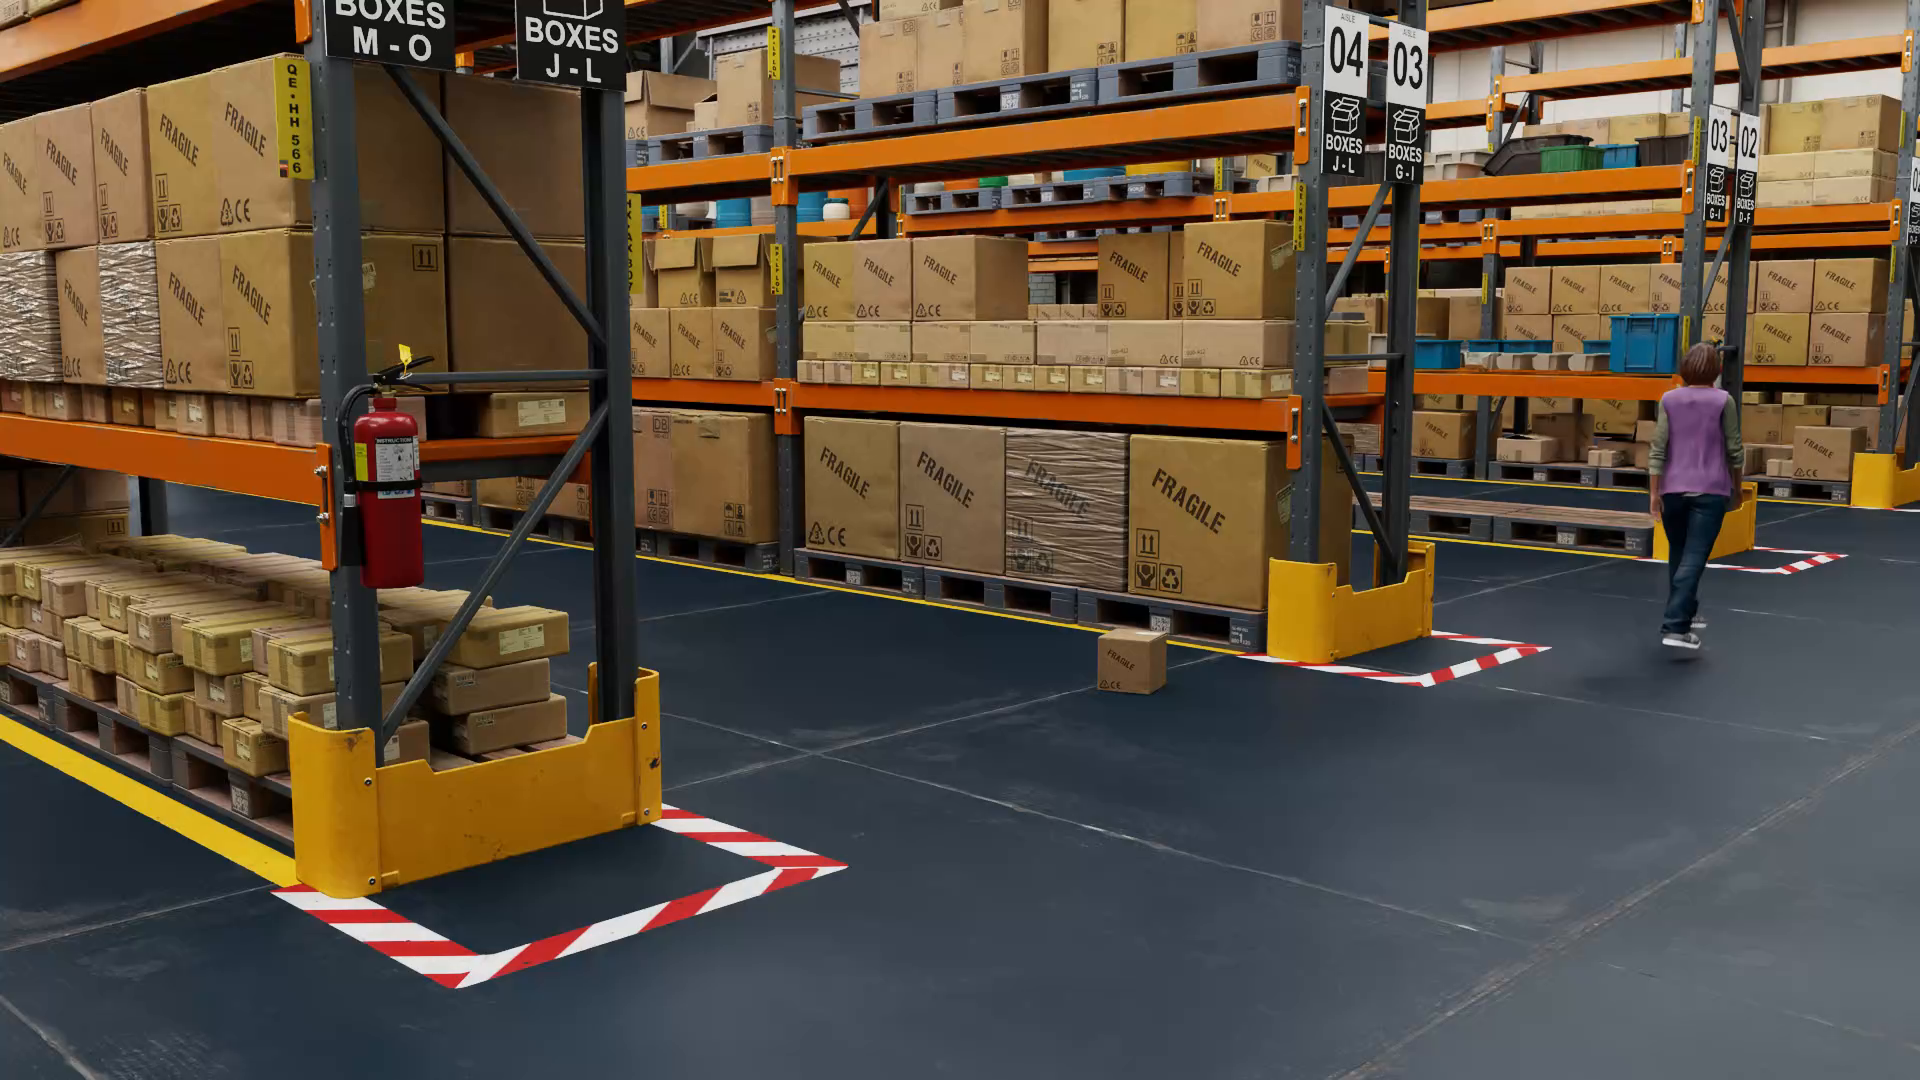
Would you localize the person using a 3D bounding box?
[{"bbox_3d":[3.815,-0.245,8.590,0.410,1.545,0.929,7,10,42],"label":"person"}]
